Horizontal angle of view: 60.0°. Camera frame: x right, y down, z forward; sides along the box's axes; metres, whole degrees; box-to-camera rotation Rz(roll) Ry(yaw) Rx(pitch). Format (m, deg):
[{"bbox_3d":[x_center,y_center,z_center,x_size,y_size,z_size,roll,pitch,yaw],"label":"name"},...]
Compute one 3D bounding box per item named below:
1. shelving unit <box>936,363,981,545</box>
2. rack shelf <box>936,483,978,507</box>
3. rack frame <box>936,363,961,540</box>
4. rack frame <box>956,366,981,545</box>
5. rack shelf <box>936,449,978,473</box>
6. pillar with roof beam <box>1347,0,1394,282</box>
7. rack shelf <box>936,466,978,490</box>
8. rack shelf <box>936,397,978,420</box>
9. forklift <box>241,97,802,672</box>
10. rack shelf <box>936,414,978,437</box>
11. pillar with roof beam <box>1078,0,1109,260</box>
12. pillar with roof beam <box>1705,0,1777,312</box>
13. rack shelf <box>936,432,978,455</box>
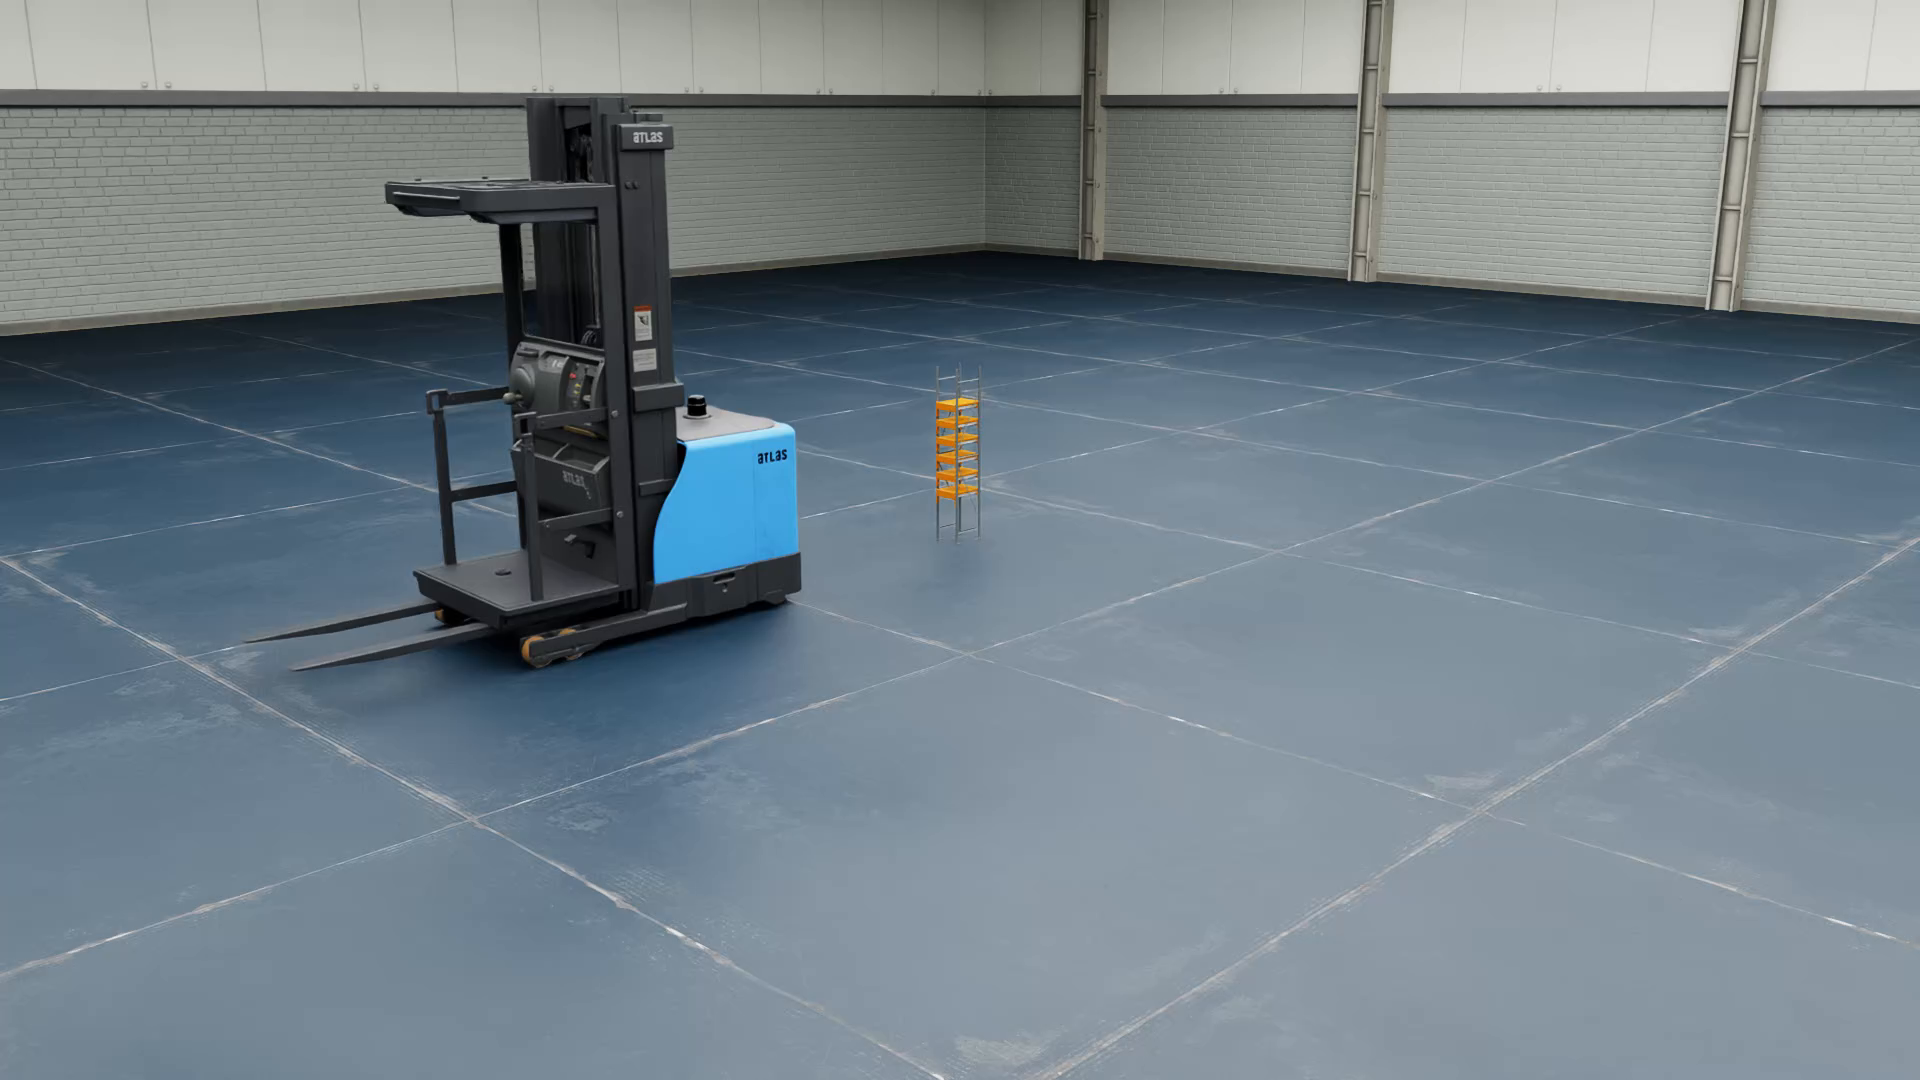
[{"bbox_3d":[-0.010,-0.583,11.291,0.189,1.200,0.258,14,20,42],"label":"shelving unit"},{"bbox_3d":[-0.010,-0.308,11.362,0.180,0.103,0.258,14,20,42],"label":"rack shelf"},{"bbox_3d":[-0.076,-0.599,11.352,0.006,1.200,0.240,14,20,42],"label":"rack frame"},{"bbox_3d":[0.055,-0.567,11.229,0.006,1.200,0.240,14,20,42],"label":"rack frame"},{"bbox_3d":[-0.010,-0.540,11.302,0.180,0.103,0.258,14,20,42],"label":"rack shelf"},{"bbox_3d":[3.891,-8.007,24.315,0.400,9.000,9.100,14,20,42],"label":"pillar with roof beam"},{"bbox_3d":[-0.010,-0.424,11.332,0.180,0.103,0.258,14,20,42],"label":"rack shelf"},{"bbox_3d":[-0.010,-0.889,11.211,0.180,0.103,0.258,14,20,42],"label":"rack shelf"},{"bbox_3d":[-2.375,-0.888,9.027,3.031,2.935,1.130,-13,20,-41],"label":"forklift"},{"bbox_3d":[-0.010,-0.772,11.241,0.180,0.103,0.258,14,20,42],"label":"rack shelf"},{"bbox_3d":[-0.429,-9.057,28.345,0.400,9.000,9.100,14,20,42],"label":"pillar with roof beam"},{"bbox_3d":[8.210,-6.957,20.285,0.400,9.000,9.100,14,20,42],"label":"pillar with roof beam"},{"bbox_3d":[-0.010,-0.656,11.271,0.180,0.103,0.258,14,20,42],"label":"rack shelf"}]
